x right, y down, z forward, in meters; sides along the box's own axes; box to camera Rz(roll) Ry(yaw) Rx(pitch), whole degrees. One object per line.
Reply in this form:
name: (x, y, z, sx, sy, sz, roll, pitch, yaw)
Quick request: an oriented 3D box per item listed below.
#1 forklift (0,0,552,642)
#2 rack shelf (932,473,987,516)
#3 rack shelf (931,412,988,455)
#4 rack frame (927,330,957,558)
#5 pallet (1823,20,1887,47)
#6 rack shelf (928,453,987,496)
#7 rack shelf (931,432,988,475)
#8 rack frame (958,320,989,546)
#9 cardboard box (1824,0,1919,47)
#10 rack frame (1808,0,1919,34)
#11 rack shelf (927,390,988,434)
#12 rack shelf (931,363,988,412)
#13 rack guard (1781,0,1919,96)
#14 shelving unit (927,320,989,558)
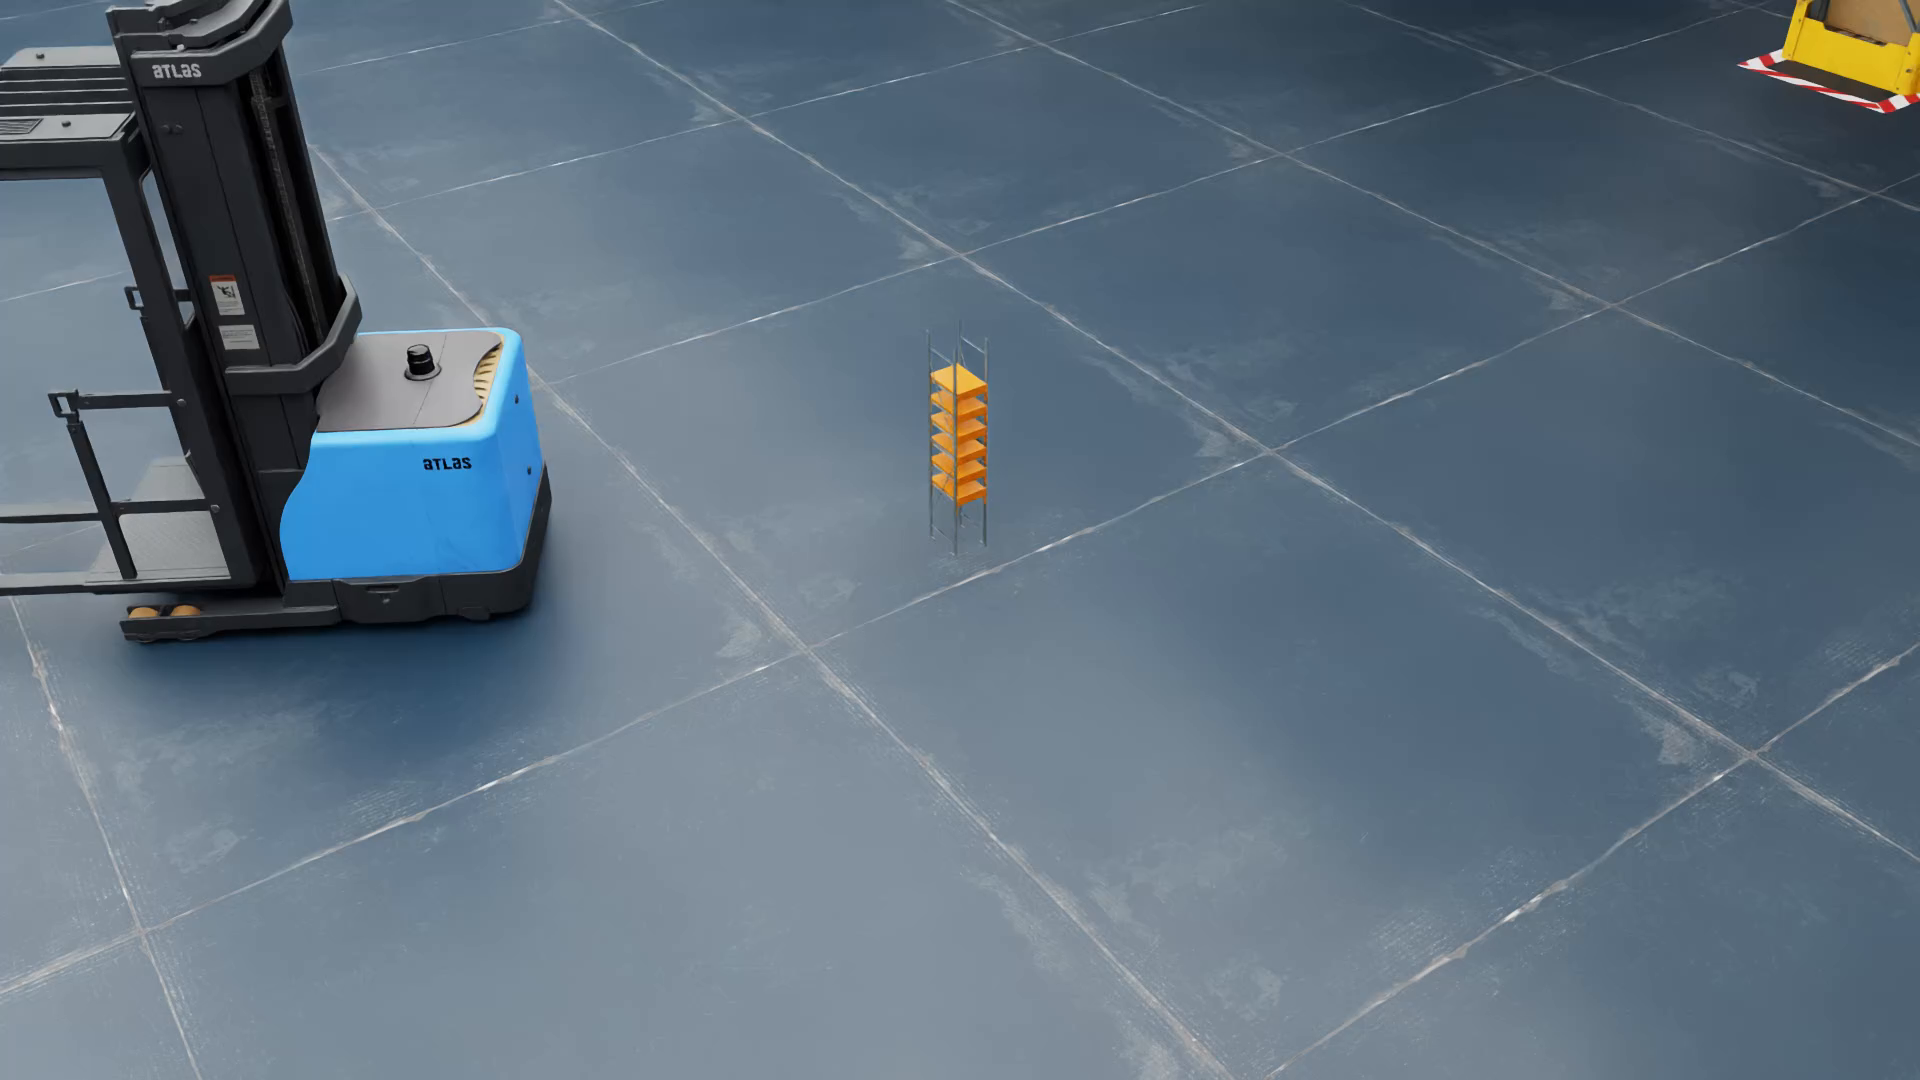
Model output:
forklift: (-3.620, -1.026, 7.480, 3.031, 2.935, 1.130, -3, 36, -4)
rack shelf: (-0.012, -0.251, 8.372, 0.180, 0.103, 0.258, -22, 41, -28)
rack shelf: (-0.012, -0.544, 8.162, 0.180, 0.103, 0.258, -22, 41, -28)
rack frame: (-0.087, -0.451, 8.163, 0.006, 1.200, 0.240, -22, 41, -28)
pallet: (8.179, -4.361, 14.446, 1.213, 0.211, 1.003, -22, 41, -28)
rack shelf: (-0.012, -0.349, 8.302, 0.180, 0.103, 0.258, -22, 41, -28)
rack shelf: (-0.012, -0.446, 8.232, 0.180, 0.103, 0.258, -22, 41, -28)
rack frame: (0.063, -0.513, 8.249, 0.006, 1.200, 0.240, -22, 41, -28)
cardboard box: (8.086, -4.754, 14.065, 0.875, 0.875, 0.875, -22, 41, -28)
rack frame: (7.570, -5.187, 13.206, 0.127, 3.000, 1.000, -22, 41, -28)
rack shelf: (-0.012, -0.641, 8.092, 0.180, 0.103, 0.258, -22, 41, -28)
rack shelf: (-0.012, -0.738, 8.022, 0.180, 0.103, 0.258, -22, 41, -28)
rack guard: (7.550, -4.164, 13.925, 0.348, 0.500, 1.175, -22, 41, -28)
shelving unit: (-0.012, -0.482, 8.206, 0.189, 1.200, 0.258, -22, 41, -28)
